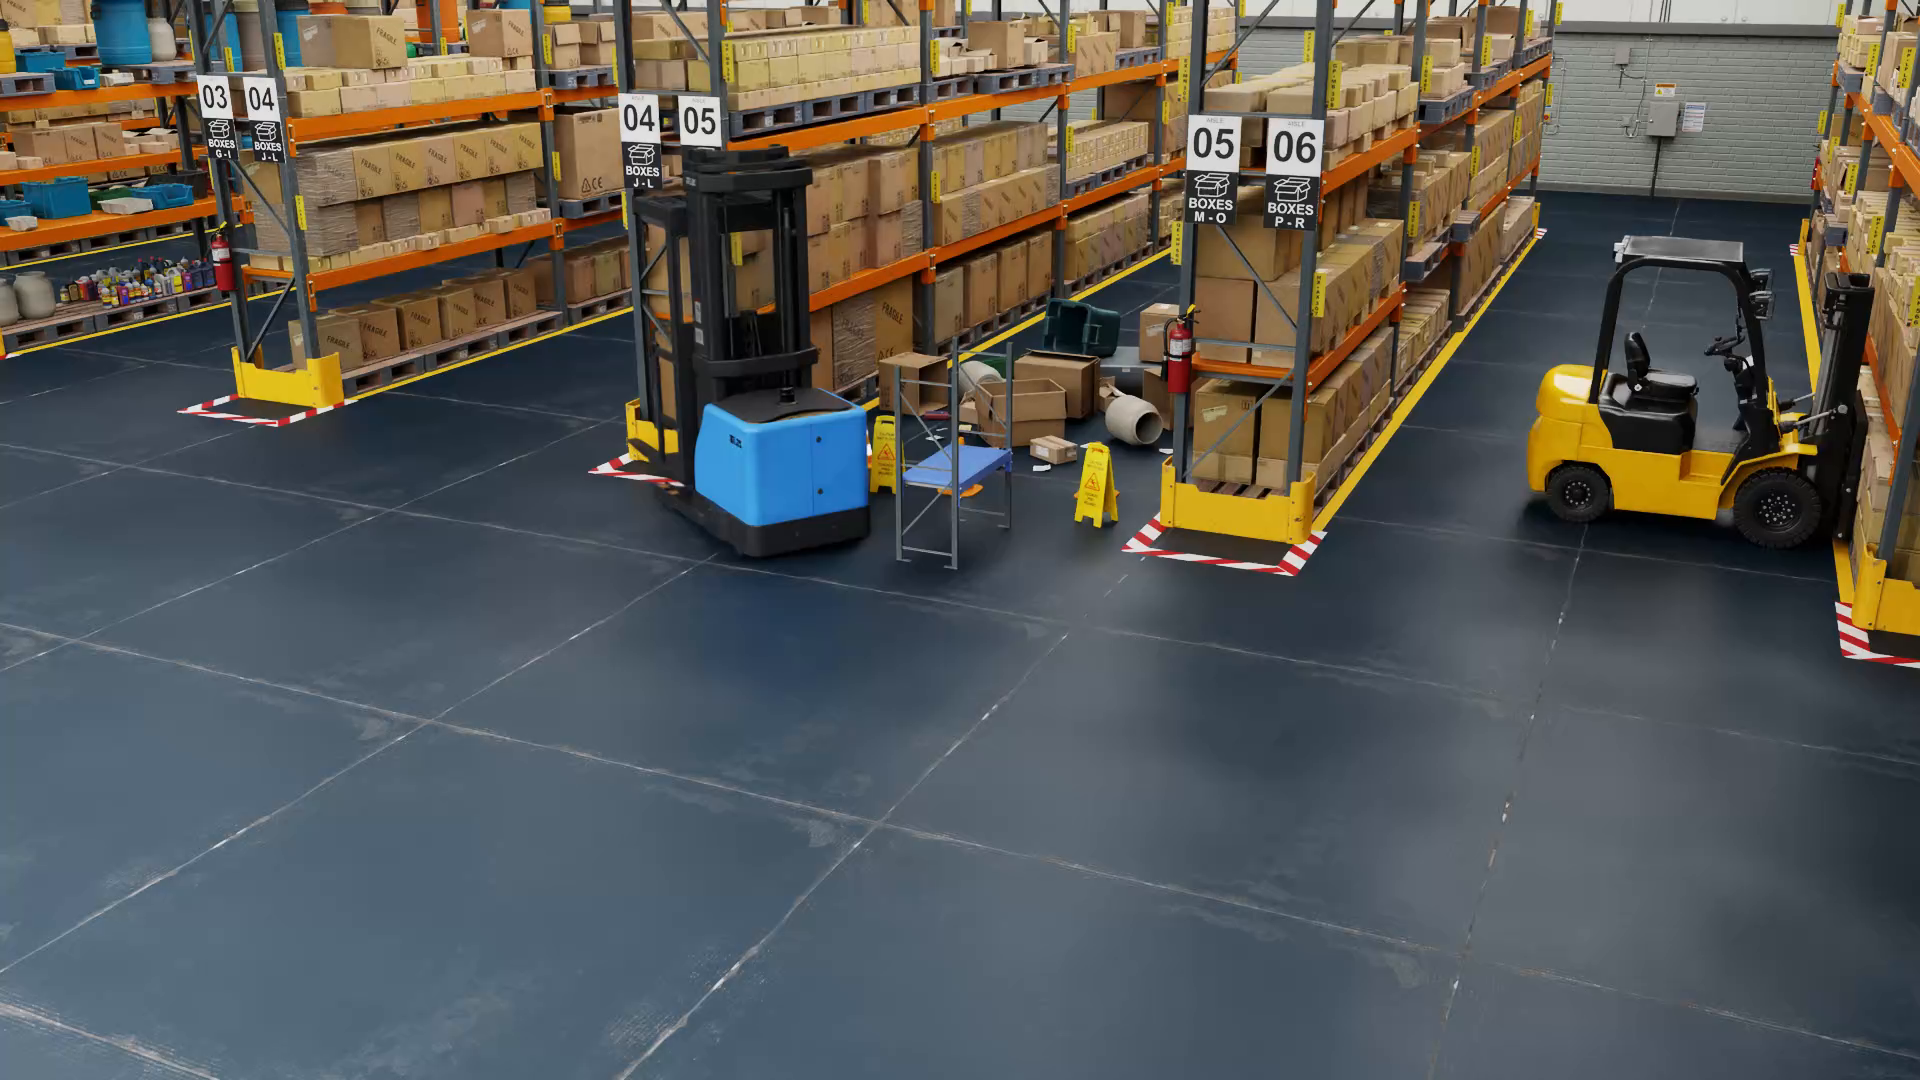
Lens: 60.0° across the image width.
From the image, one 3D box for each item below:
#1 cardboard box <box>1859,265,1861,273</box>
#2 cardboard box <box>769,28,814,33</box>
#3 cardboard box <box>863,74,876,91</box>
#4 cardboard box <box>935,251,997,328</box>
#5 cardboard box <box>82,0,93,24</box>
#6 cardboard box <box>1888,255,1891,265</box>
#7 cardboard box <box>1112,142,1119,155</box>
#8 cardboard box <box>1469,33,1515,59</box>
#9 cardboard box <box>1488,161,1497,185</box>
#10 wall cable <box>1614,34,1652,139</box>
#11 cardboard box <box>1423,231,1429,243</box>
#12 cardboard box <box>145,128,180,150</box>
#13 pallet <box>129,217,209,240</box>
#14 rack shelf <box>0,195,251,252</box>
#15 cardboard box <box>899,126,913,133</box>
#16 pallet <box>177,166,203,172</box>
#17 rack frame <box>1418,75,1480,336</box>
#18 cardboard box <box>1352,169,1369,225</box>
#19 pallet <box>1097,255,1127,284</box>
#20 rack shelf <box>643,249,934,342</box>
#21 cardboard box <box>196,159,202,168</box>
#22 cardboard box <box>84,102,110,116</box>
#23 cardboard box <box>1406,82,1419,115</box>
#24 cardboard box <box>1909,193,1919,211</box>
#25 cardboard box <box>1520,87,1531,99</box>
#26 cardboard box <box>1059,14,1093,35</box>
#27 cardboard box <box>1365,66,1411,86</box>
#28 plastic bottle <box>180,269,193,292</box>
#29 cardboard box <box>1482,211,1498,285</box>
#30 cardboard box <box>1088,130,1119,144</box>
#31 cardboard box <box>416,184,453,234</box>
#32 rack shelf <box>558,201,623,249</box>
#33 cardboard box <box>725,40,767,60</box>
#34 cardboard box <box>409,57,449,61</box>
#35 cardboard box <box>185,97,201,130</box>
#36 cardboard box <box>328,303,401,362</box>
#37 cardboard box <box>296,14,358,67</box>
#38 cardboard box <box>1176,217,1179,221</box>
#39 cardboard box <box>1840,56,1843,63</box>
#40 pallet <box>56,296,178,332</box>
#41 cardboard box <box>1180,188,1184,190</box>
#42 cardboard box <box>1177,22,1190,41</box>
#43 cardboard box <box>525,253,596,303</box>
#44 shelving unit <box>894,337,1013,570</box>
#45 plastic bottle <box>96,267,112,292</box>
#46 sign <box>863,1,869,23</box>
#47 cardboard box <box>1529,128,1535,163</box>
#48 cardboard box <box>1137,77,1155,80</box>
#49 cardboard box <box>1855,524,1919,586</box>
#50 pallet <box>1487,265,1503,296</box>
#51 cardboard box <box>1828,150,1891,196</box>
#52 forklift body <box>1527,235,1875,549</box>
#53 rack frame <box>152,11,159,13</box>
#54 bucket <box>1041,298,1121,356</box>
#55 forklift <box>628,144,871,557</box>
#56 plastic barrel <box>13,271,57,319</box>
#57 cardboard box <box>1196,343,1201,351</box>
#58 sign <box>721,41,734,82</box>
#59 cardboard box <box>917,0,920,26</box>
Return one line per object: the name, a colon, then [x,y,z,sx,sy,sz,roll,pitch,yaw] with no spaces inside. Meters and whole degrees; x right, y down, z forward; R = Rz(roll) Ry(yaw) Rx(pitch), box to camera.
cardboard box: [8.722,-2.444,15.589,0.500,0.250,0.500,9,21,23]
cardboard box: [-1.640,-4.890,16.176,0.380,0.149,0.250,9,21,23]
cardboard box: [-1.038,-4.426,16.059,0.380,0.149,0.250,9,21,24]
cardboard box: [-0.195,-2.986,19.618,1.050,0.750,0.750,9,21,23]
cardboard box: [-16.159,-9.782,30.716,0.700,0.500,0.500,8,21,22]
cardboard box: [7.847,-2.235,13.660,0.380,0.149,0.250,9,22,24]
cardboard box: [1.991,-5.464,23.161,0.380,0.149,0.250,9,21,23]
cardboard box: [6.899,-6.419,21.573,0.500,0.311,0.500,9,21,23]
cardboard box: [6.511,-4.673,21.111,0.500,0.250,0.500,9,21,24]
wall cable: [12.292,-8.386,30.556,0.588,1.984,0.122,9,21,23]
cardboard box: [4.607,-3.153,17.107,0.380,0.149,0.250,9,21,24]
cardboard box: [-12.836,-6.499,26.899,0.500,0.311,0.500,10,22,26]
pallet: [-13.020,-5.086,26.954,1.003,0.211,1.213,9,21,23]
rack shelf: [-10.587,-3.792,20.229,1.077,0.370,4.000,9,21,23]
cardboard box: [-1.126,-6.996,27.944,0.500,0.250,0.500,9,22,24]
pallet: [-15.147,-7.455,33.617,1.003,0.211,1.213,9,21,23]
rack frame: [5.430,-3.926,19.531,1.000,3.000,0.127,9,21,23]
cardboard box: [3.414,-3.257,15.564,0.700,0.500,0.500,8,21,22]
pallet: [1.695,-3.871,23.537,1.003,0.211,1.213,9,21,23]
rack shelf: [-1.584,-2.401,16.317,1.077,0.370,4.000,9,21,23]
cardboard box: [-15.130,-7.782,33.478,0.700,0.500,0.500,9,21,23]
cardboard box: [-16.102,-8.105,30.660,0.500,0.500,0.500,9,22,24]
cardboard box: [3.856,-4.013,15.081,0.500,0.250,0.500,8,21,22]
cardboard box: [10.011,-3.471,17.136,0.380,0.149,0.250,9,22,24]
cardboard box: [8.075,-6.496,24.149,0.380,0.149,0.250,9,21,23]
cardboard box: [1.501,-6.639,21.391,0.396,0.266,0.258,9,21,23]
cardboard box: [3.825,-4.157,14.889,0.380,0.149,0.250,8,21,21]
plastic bottle: [-9.876,-3.319,21.223,0.061,0.283,0.133,10,22,26]
cardboard box: [6.524,-3.868,21.912,0.875,0.875,0.875,9,22,24]
cardboard box: [1.990,-5.609,23.124,0.380,0.149,0.250,8,21,20]
cardboard box: [-6.082,-3.659,18.188,0.875,0.500,0.500,9,21,23]
rack shelf: [-4.430,-4.335,21.756,1.077,0.370,4.000,9,21,23]
cardboard box: [-1.873,-4.179,14.175,0.380,0.149,0.250,9,21,23]
cardboard box: [-5.902,-5.284,18.503,0.380,0.149,0.250,9,22,24]
cardboard box: [-12.492,-7.099,27.677,0.700,0.500,0.500,2,20,4]
cardboard box: [-6.402,-2.236,17.884,0.500,0.500,0.500,15,25,37]
cardboard box: [-6.483,-5.185,17.255,0.500,0.500,0.500,9,21,23]
cardboard box: [3.253,-5.055,26.333,0.380,0.149,0.250,8,21,20]
cardboard box: [12.393,-6.618,22.999,0.380,0.149,0.250,8,21,23]
pallet: [-10.579,-2.855,20.681,1.003,0.211,1.213,9,21,23]
cardboard box: [3.795,-5.632,27.069,0.380,0.149,0.250,9,22,25]
cardboard box: [3.135,-7.641,24.979,0.500,0.250,0.500,8,21,22]
cardboard box: [-4.978,-3.277,20.781,0.700,0.500,0.500,7,21,19]
shelving unit: [-0.035,-0.681,12.644,0.538,1.500,1.048,9,21,23]
plastic bottle: [-10.804,-3.267,20.976,0.144,0.351,0.185,10,22,25]
sign: [-1.474,-8.242,25.950,0.100,0.325,0.005,9,21,23]
cardboard box: [8.329,-5.925,25.003,0.500,0.500,0.500,9,22,24]
cardboard box: [2.886,-6.949,25.947,0.500,0.500,0.500,9,22,24]
cardboard box: [6.588,0.110,11.659,0.500,0.250,0.500,9,21,23]
pallet: [6.821,-3.589,22.744,1.003,0.211,1.213,9,21,23]
cardboard box: [10.984,-4.438,20.196,0.700,0.500,0.500,9,21,23]
forklift body: [5.796,-1.230,13.219,2.313,2.155,1.214,9,21,23]
rack frame: [-15.530,-11.374,31.521,1.000,3.000,0.127,9,21,23]
bucket: [1.282,-2.167,17.203,0.726,0.611,0.620,18,16,41]
forklift: [-1.890,-1.698,13.369,1.130,2.935,3.031,-12,23,-29]
plastic barrel: [-11.001,-2.910,19.761,0.421,0.512,0.421,0,20,0]
cardboard box: [2.115,-1.598,13.361,0.380,0.149,0.250,8,21,22]
sign: [-1.899,-3.913,13.596,0.100,0.325,0.005,9,21,23]
cardboard box: [-1.007,-8.950,28.257,0.700,0.500,0.500,7,21,19]
